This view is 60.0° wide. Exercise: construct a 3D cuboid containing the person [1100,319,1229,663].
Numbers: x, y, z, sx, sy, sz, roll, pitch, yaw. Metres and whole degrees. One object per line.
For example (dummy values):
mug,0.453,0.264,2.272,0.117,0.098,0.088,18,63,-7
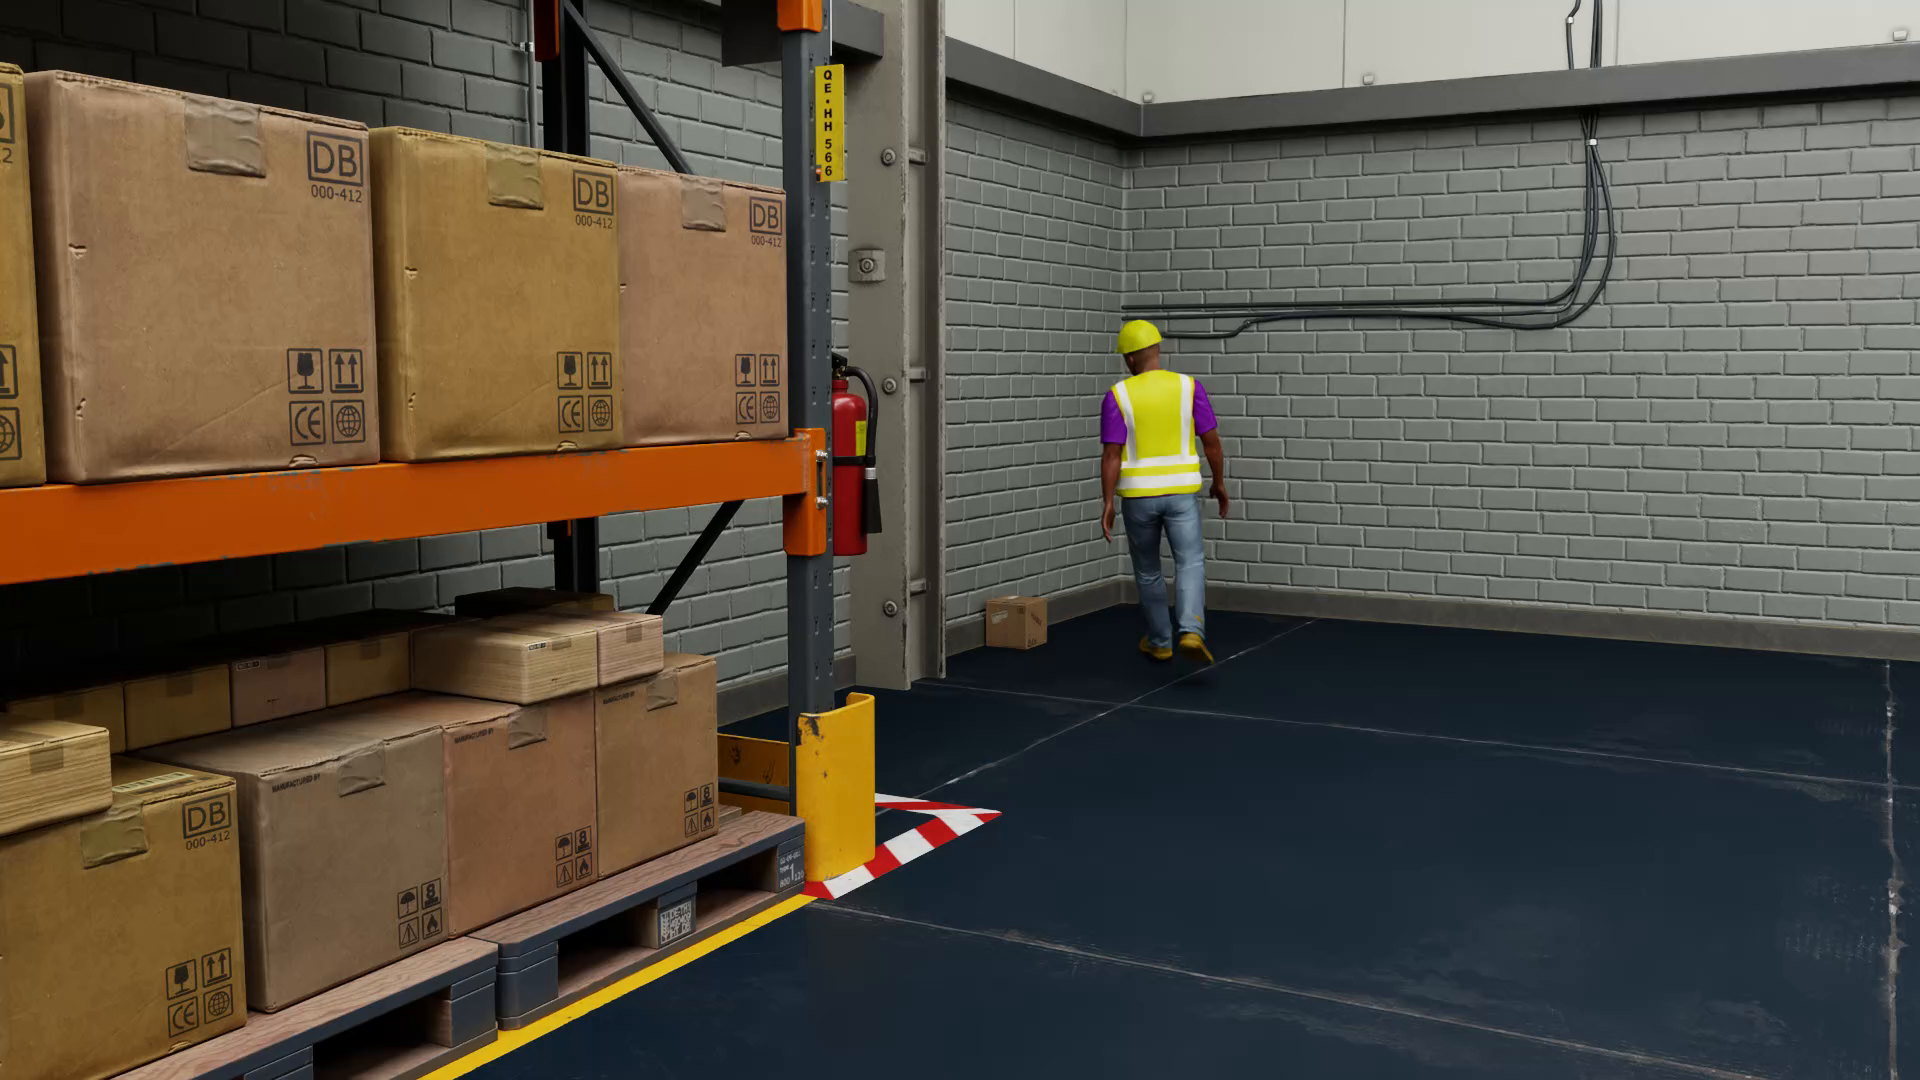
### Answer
person,1.018,-0.225,8.255,0.655,1.725,0.949,0,6,2
